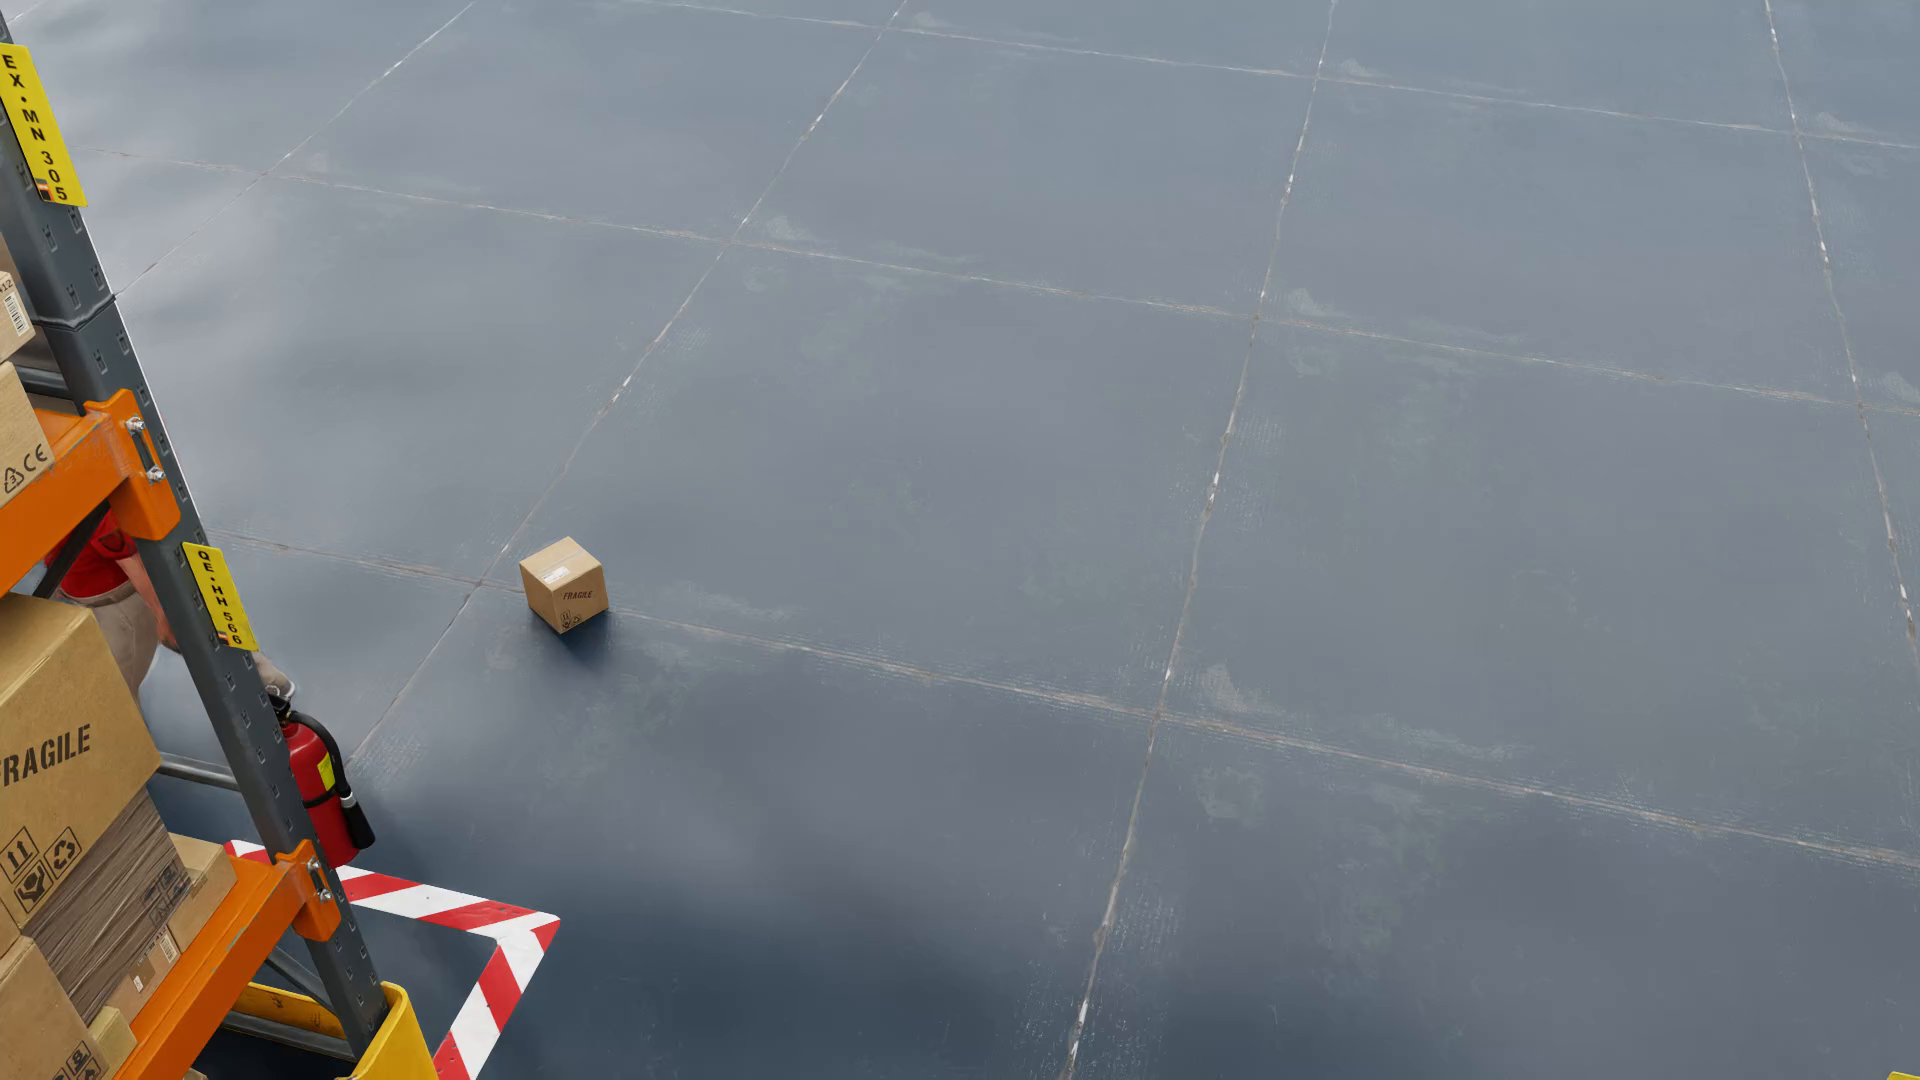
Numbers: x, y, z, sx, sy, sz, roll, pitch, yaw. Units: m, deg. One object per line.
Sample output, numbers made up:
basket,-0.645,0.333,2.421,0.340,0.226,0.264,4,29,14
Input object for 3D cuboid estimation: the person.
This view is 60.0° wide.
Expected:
person,-3.057,0.193,5.931,0.971,1.685,0.558,-19,44,-21
